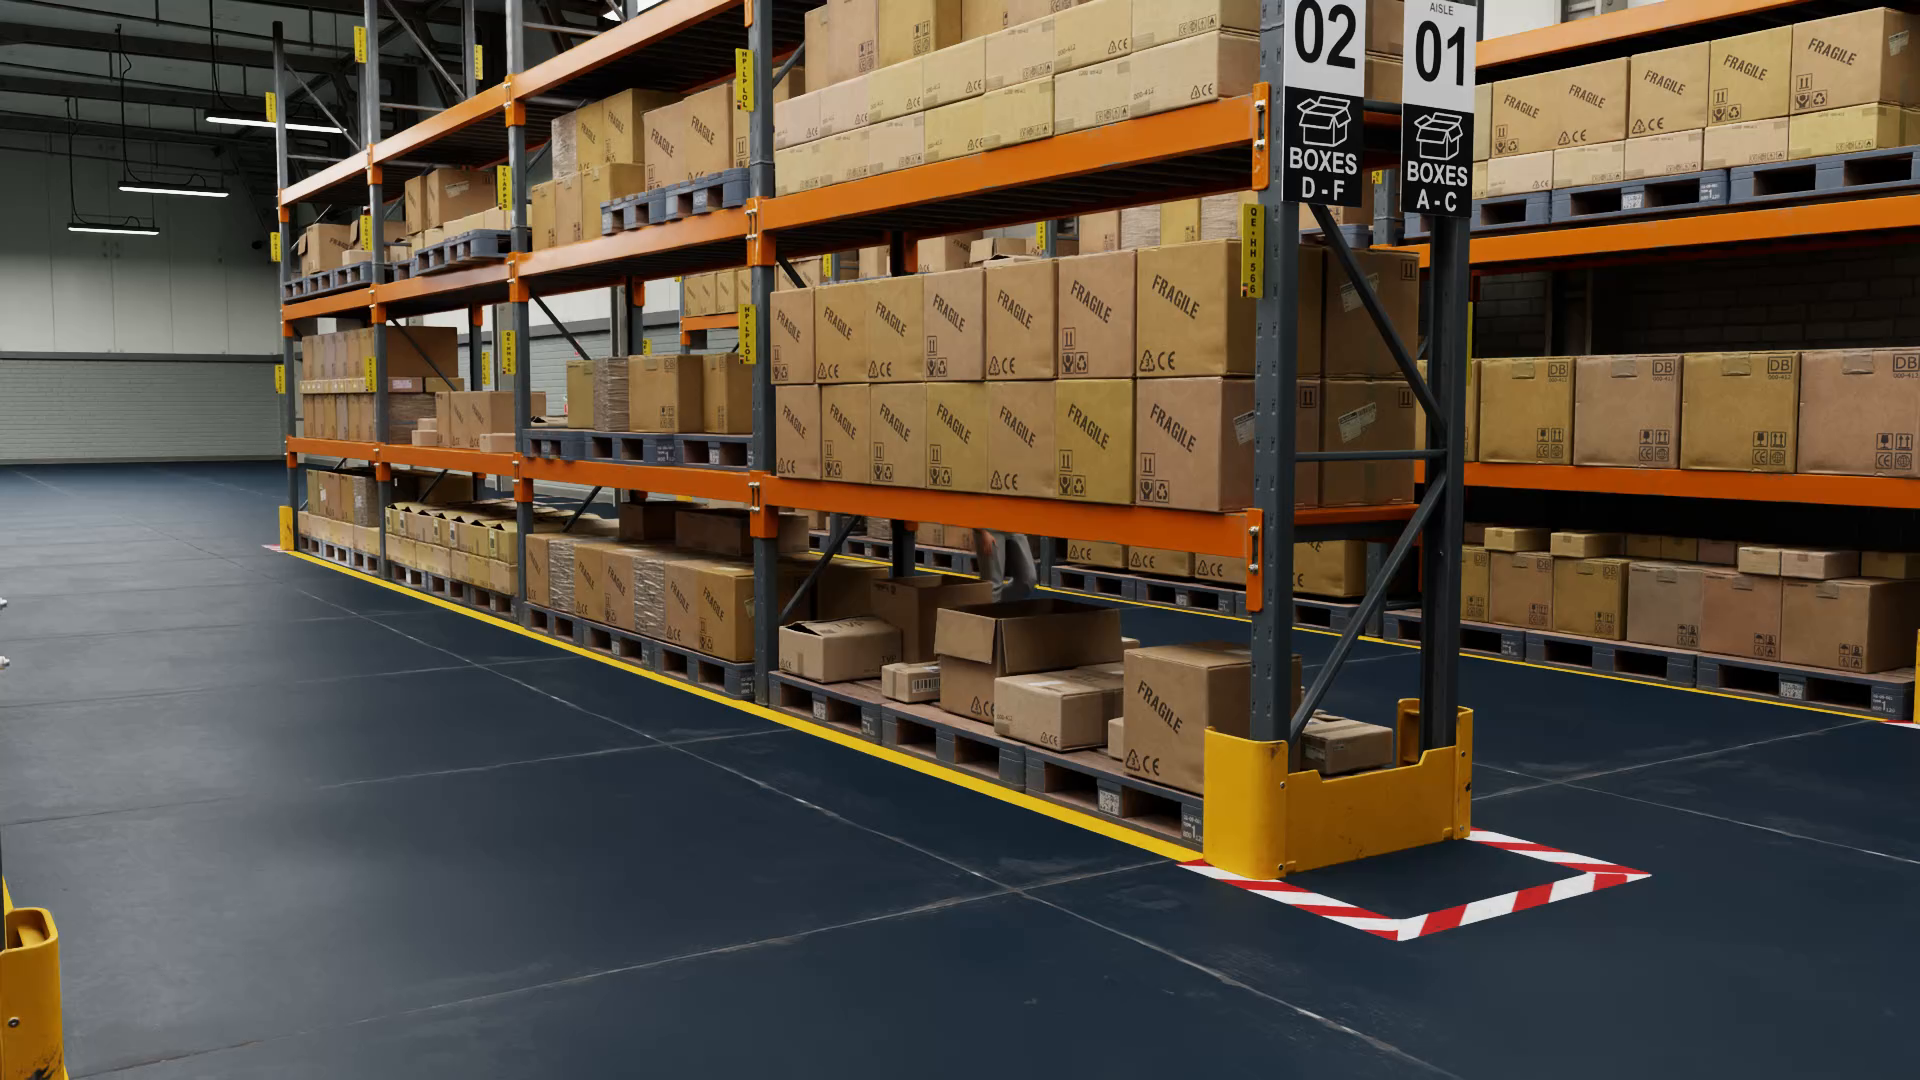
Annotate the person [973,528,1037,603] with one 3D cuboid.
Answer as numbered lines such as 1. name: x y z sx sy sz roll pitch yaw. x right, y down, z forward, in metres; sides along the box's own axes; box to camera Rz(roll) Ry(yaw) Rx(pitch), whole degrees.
1. person: 0.221 -0.058 10.968 0.498 1.666 0.459 -5 7 -44
